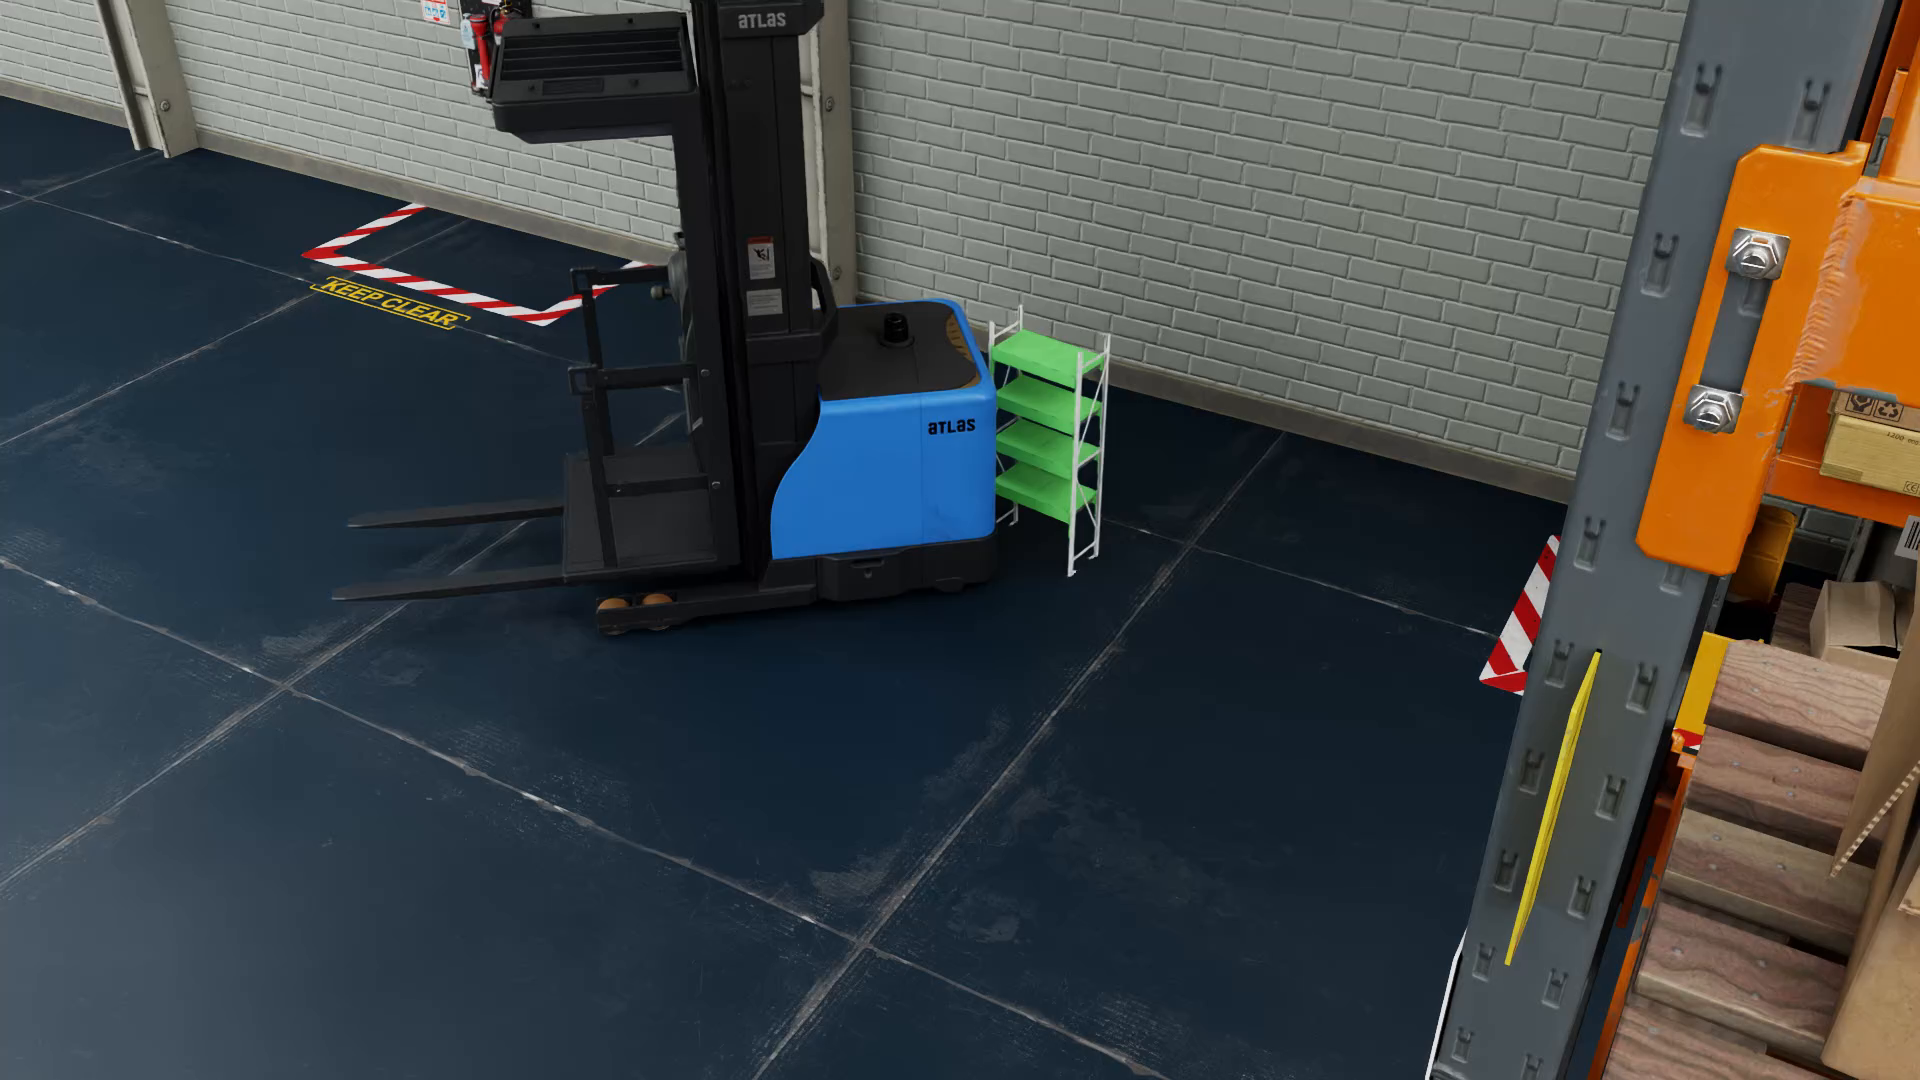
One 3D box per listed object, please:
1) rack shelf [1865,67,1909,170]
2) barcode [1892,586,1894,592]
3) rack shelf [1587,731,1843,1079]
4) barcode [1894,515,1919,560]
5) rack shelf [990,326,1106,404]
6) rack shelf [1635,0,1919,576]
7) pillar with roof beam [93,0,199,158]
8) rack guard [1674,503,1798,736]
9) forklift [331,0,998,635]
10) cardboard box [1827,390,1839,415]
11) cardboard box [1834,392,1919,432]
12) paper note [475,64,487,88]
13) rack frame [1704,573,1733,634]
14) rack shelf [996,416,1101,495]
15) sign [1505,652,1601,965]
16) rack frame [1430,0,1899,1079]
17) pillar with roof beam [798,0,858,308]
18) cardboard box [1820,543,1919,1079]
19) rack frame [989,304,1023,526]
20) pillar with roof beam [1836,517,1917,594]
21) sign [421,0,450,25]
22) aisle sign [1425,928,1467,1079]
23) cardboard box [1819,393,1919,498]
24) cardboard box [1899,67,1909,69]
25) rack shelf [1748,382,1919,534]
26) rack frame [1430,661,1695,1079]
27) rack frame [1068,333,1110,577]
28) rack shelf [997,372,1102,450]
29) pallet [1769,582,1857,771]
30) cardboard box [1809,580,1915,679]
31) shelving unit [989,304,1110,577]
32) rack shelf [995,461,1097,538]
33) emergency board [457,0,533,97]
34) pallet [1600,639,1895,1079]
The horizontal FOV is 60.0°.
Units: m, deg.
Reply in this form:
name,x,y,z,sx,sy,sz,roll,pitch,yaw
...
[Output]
name,x,y,z,sx,sy,sz,roll,pitch,yaw
rack shelf,5.035,-1.143,5.203,4.000,0.370,1.077,18,37,24
barcode,4.069,0.235,7.212,0.075,0.075,0.001,18,37,24
rack shelf,2.580,1.242,1.621,4.000,0.370,1.077,18,37,24
barcode,1.345,0.002,2.311,0.075,0.075,0.001,18,37,24
rack shelf,0.405,-0.805,7.626,0.480,0.148,0.258,23,40,31
rack shelf,2.580,0.160,0.901,4.000,0.370,1.077,18,37,24
pillar with roof beam,-8.219,-4.693,7.179,0.400,9.000,9.100,18,37,24
rack guard,3.365,0.318,7.322,0.348,0.500,1.175,18,37,24
forklift,-1.391,-1.105,7.265,3.031,2.935,1.130,-6,34,-9
cardboard box,3.801,-0.654,6.644,0.500,0.250,0.500,18,38,25
cardboard box,3.564,-0.726,6.074,0.500,0.500,0.500,18,38,24
paper note,-3.120,-3.031,10.890,0.142,0.148,0.016,18,37,24
rack frame,3.299,-0.744,6.661,0.127,3.000,1.000,18,37,24
rack shelf,0.405,-0.406,7.892,0.480,0.148,0.258,23,40,31
sign,0.563,0.261,1.585,0.005,0.325,0.100,18,37,24
rack frame,0.844,-0.856,1.416,0.127,3.000,1.000,18,37,24
pillar with roof beam,-3.010,-3.043,4.701,0.400,9.000,9.100,18,37,24
cardboard box,1.341,0.277,1.824,0.637,0.503,0.797,20,39,28
rack frame,0.212,-0.542,7.981,0.015,1.200,0.240,23,40,31
pillar with roof beam,2.200,-1.393,2.223,0.400,9.000,9.100,18,37,24
sign,-3.429,-3.532,10.816,0.234,0.329,0.001,18,37,24
aisle sign,0.635,0.688,2.164,0.004,0.787,0.394,18,37,24
cardboard box,3.565,-0.403,6.266,0.500,0.250,0.500,16,37,23
cardboard box,3.465,-1.830,5.477,0.500,0.500,0.500,19,38,26
rack shelf,5.035,0.106,6.034,4.000,0.370,1.077,18,37,24
rack frame,0.844,1.641,3.079,0.127,3.000,1.000,18,37,24
rack frame,0.597,-0.376,7.732,0.015,1.200,0.240,23,40,31
rack shelf,0.405,-0.606,7.759,0.480,0.148,0.258,23,40,31
pallet,4.052,0.678,7.041,1.213,0.211,1.003,18,37,24
cardboard box,3.855,0.426,6.933,0.500,0.311,0.500,13,36,19
shelving unit,0.405,-0.459,7.857,0.503,1.200,0.258,23,40,31
rack shelf,0.405,-0.206,8.025,0.480,0.148,0.258,23,40,31
emergency board,-3.000,-3.316,10.523,0.643,1.169,0.194,18,37,24
pallet,1.445,0.636,1.962,1.213,0.211,1.003,18,37,24
